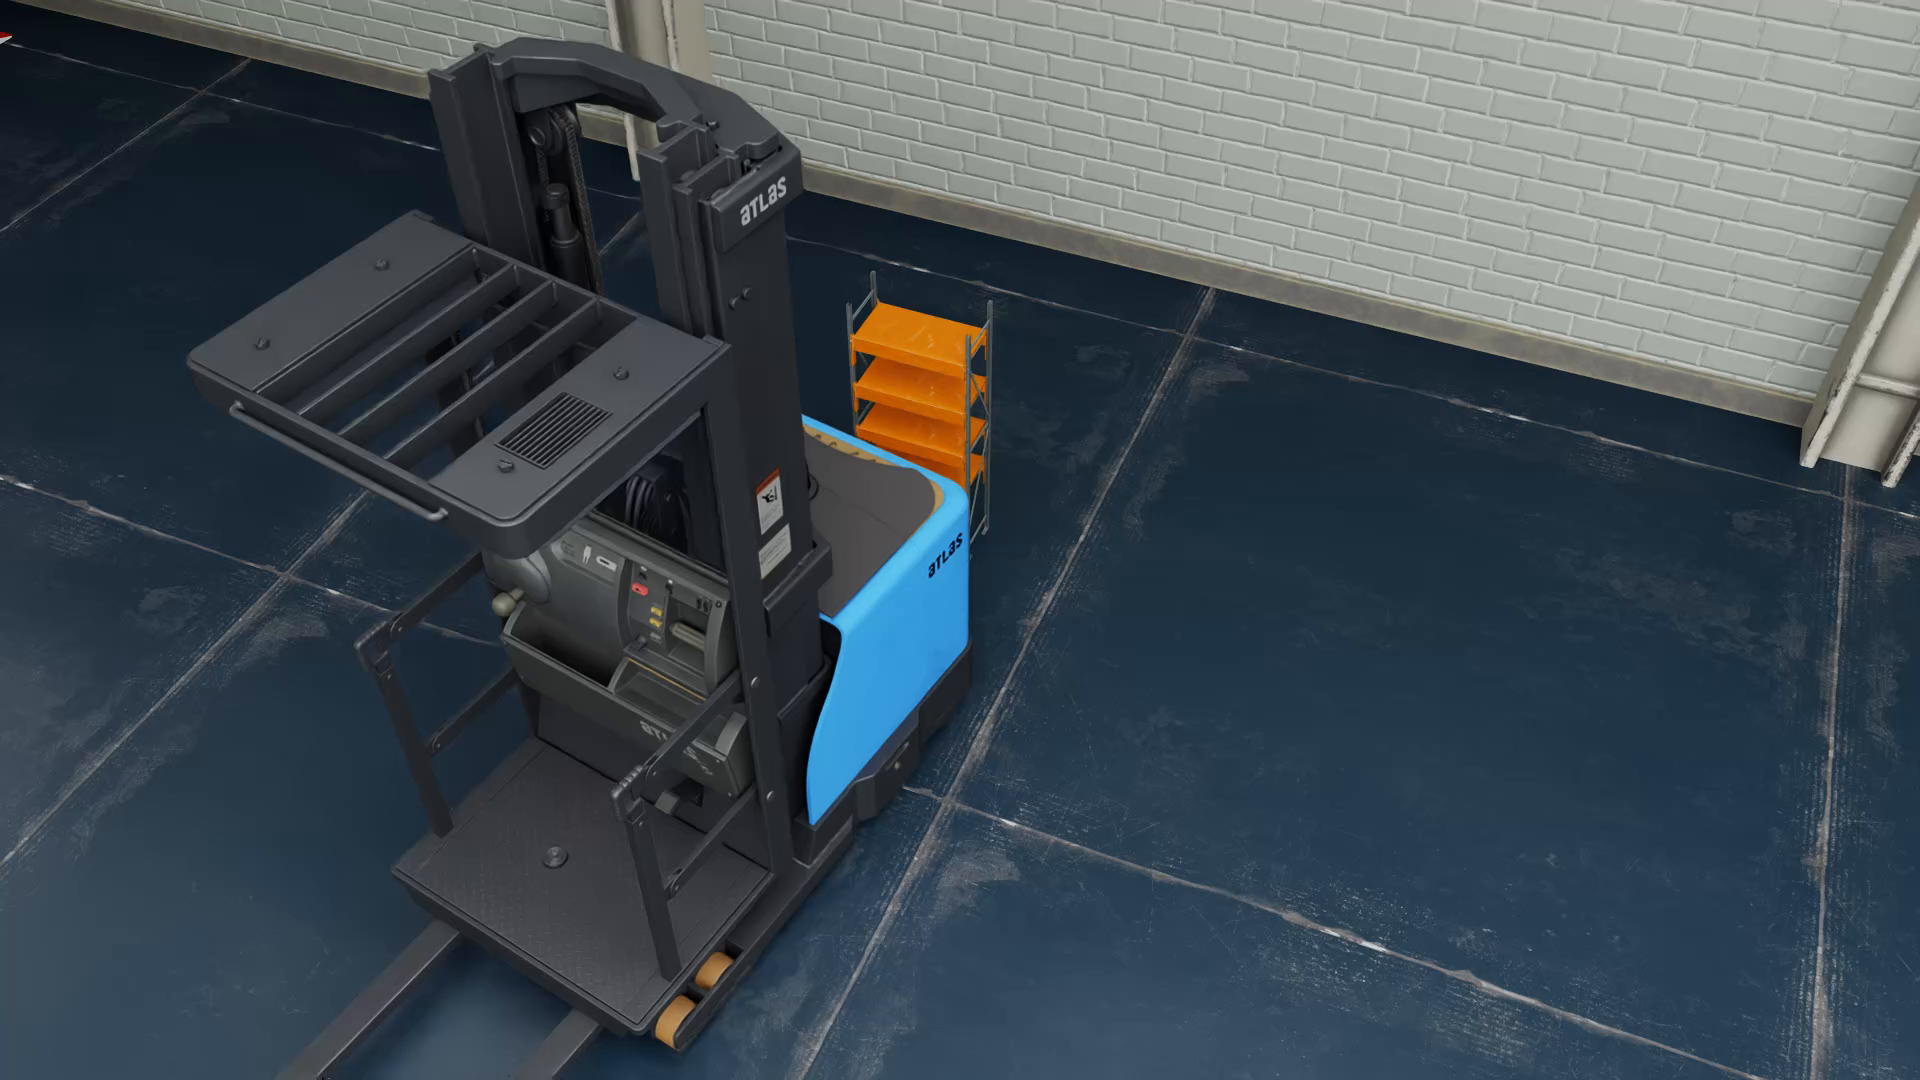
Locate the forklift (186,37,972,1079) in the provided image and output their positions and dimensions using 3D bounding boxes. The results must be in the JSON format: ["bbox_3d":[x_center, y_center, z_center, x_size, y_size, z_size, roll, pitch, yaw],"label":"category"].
[{"bbox_3d":[-1.176,0.228,4.782,1.130,2.935,3.031,25,50,23],"label":"forklift"}]

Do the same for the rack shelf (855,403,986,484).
[{"bbox_3d":[-0.153,-0.423,6.758,0.480,0.148,0.258,16,47,16],"label":"rack shelf"}]

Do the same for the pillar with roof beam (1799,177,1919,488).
[{"bbox_3d":[2.334,-0.770,1.482,0.400,9.000,9.100,16,47,16],"label":"pillar with roof beam"}]

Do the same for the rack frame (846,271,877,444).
[{"bbox_3d":[-0.378,-0.537,6.777,0.015,1.200,0.240,16,47,16],"label":"rack frame"}]

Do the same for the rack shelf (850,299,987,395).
[{"bbox_3d":[-0.153,-0.749,6.434,0.480,0.148,0.258,16,47,16],"label":"rack shelf"}]

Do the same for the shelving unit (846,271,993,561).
[{"bbox_3d":[-0.153,-0.470,6.711,0.503,1.200,0.258,16,47,16],"label":"shelving unit"}]

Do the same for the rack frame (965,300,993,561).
[{"bbox_3d":[0.072,-0.404,6.644,0.015,1.200,0.240,16,47,16],"label":"rack frame"}]

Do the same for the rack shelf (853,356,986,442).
[{"bbox_3d":[-0.153,-0.581,6.601,0.480,0.148,0.258,16,47,16],"label":"rack shelf"}]

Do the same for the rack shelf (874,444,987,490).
[{"bbox_3d":[-0.153,-0.282,6.898,0.480,0.148,0.258,16,47,16],"label":"rack shelf"}]

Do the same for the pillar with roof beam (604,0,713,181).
[{"bbox_3d":[-3.203,-2.399,3.120,0.400,9.000,9.100,16,47,16],"label":"pillar with roof beam"}]
